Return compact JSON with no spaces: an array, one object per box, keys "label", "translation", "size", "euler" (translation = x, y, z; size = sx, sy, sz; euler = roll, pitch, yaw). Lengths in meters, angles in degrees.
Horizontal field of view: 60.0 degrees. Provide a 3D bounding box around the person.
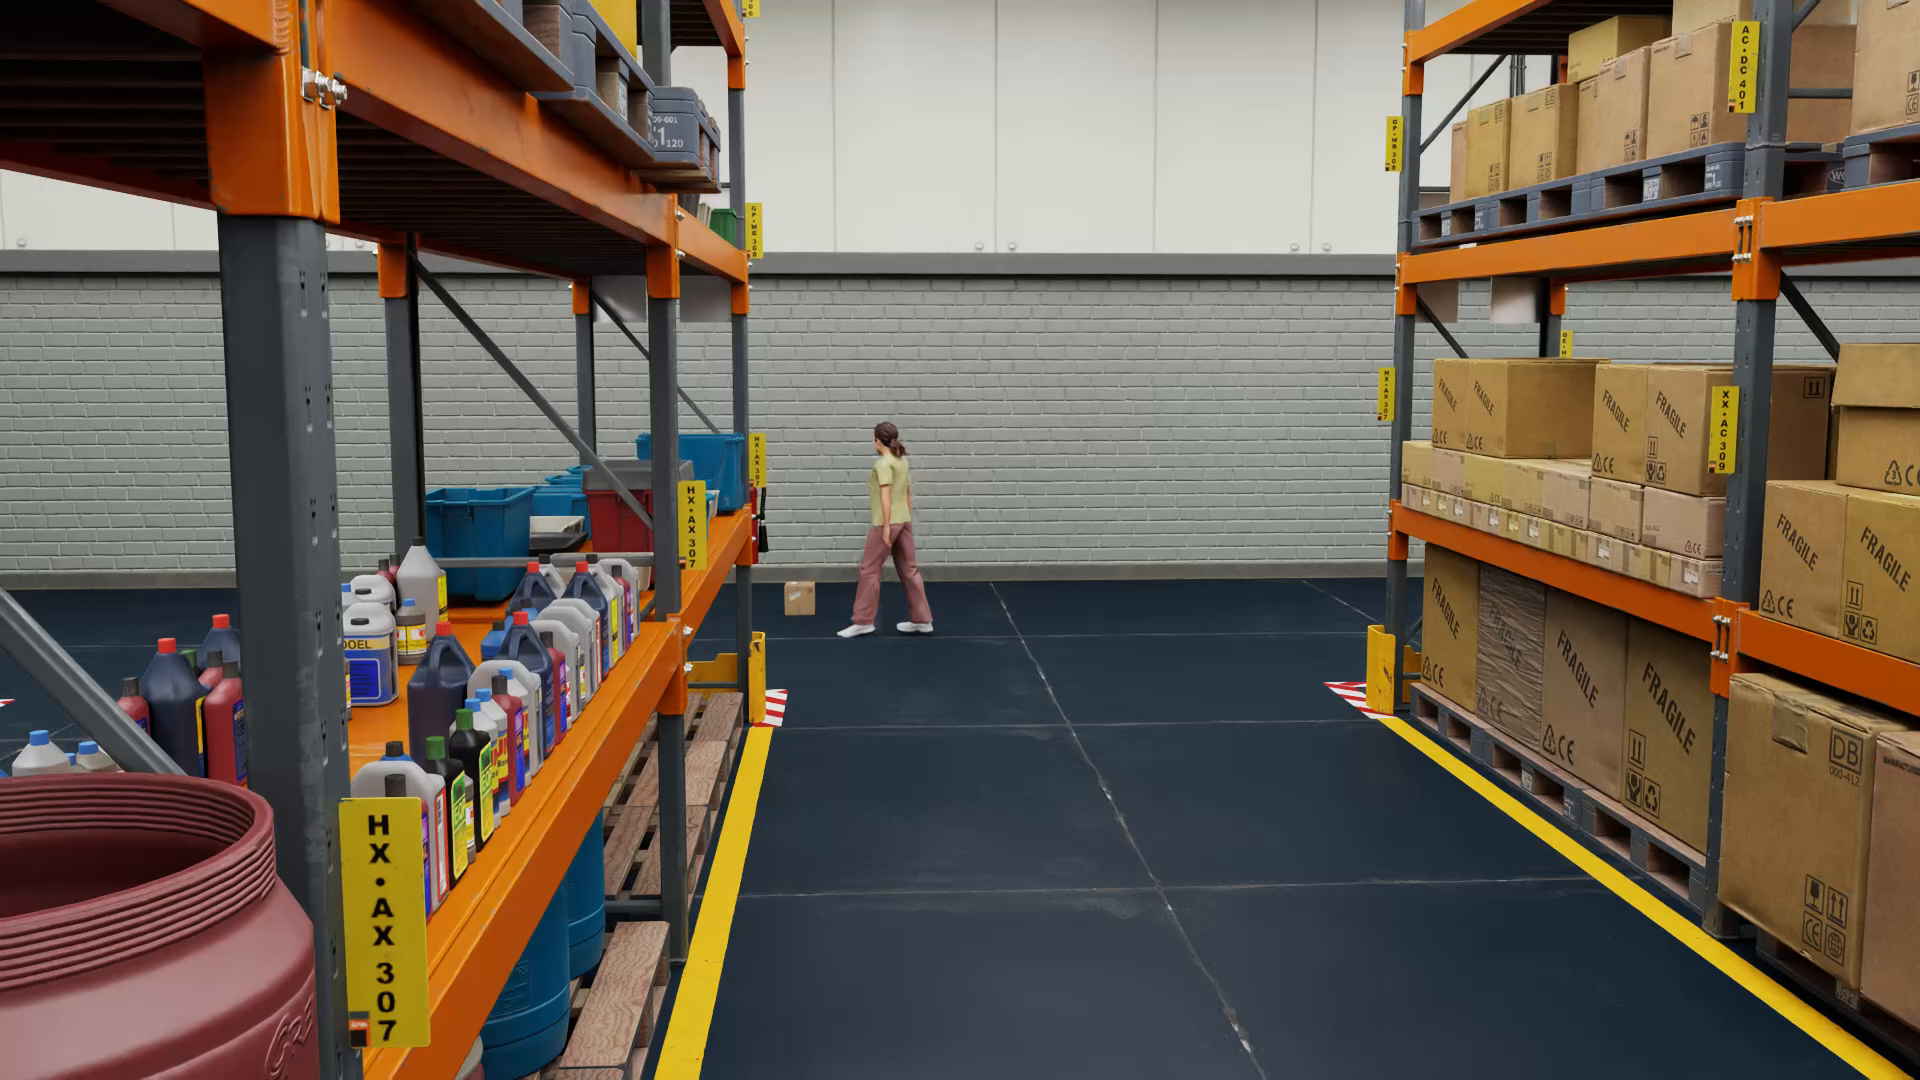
[{"label":"person","translation":[-0.548,-0.078,12.991],"size":[0.685,1.689,0.549],"euler":[4,8,28]}]
